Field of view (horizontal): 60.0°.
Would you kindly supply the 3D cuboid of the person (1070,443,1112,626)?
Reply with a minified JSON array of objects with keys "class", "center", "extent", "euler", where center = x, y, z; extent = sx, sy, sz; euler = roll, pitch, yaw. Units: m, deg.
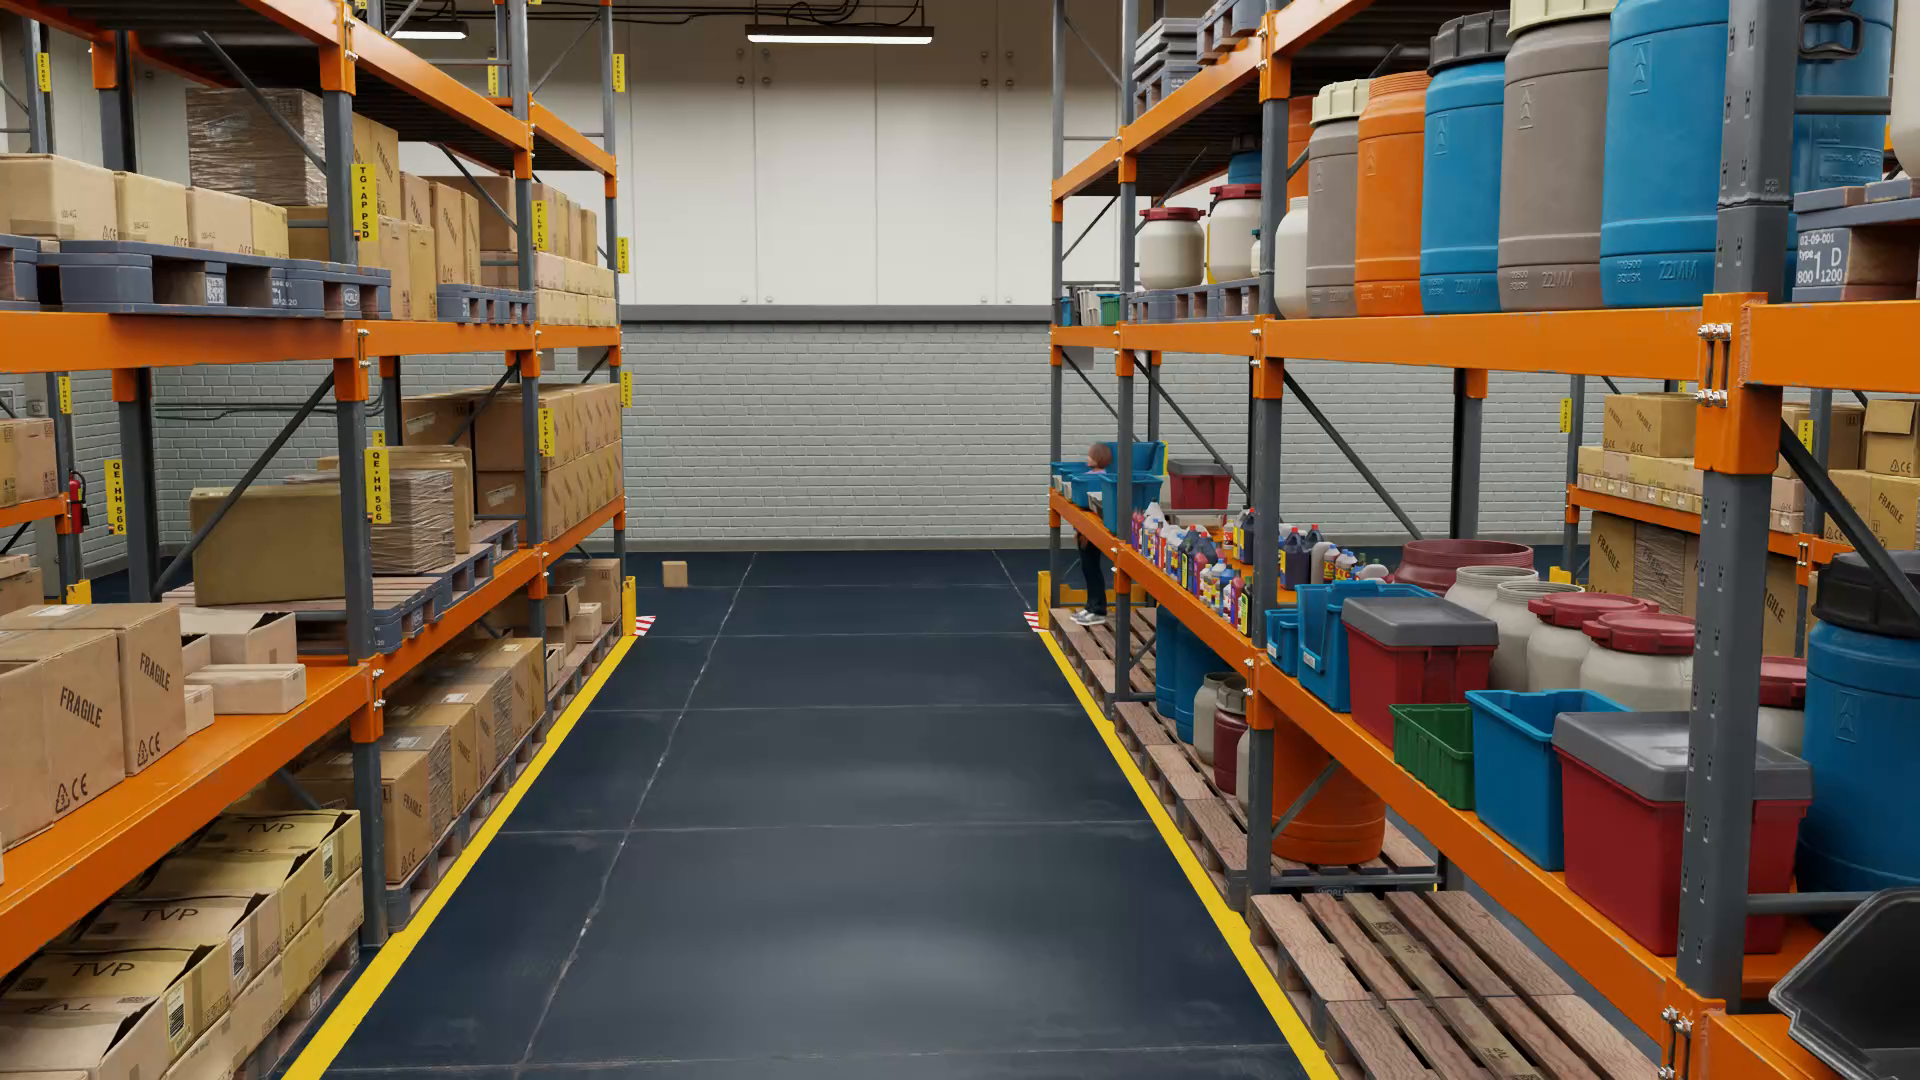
[{"class":"person","center":[1.154,-0.054,14.545],"extent":[0.346,1.588,0.407],"euler":[-1,7,-8]}]
